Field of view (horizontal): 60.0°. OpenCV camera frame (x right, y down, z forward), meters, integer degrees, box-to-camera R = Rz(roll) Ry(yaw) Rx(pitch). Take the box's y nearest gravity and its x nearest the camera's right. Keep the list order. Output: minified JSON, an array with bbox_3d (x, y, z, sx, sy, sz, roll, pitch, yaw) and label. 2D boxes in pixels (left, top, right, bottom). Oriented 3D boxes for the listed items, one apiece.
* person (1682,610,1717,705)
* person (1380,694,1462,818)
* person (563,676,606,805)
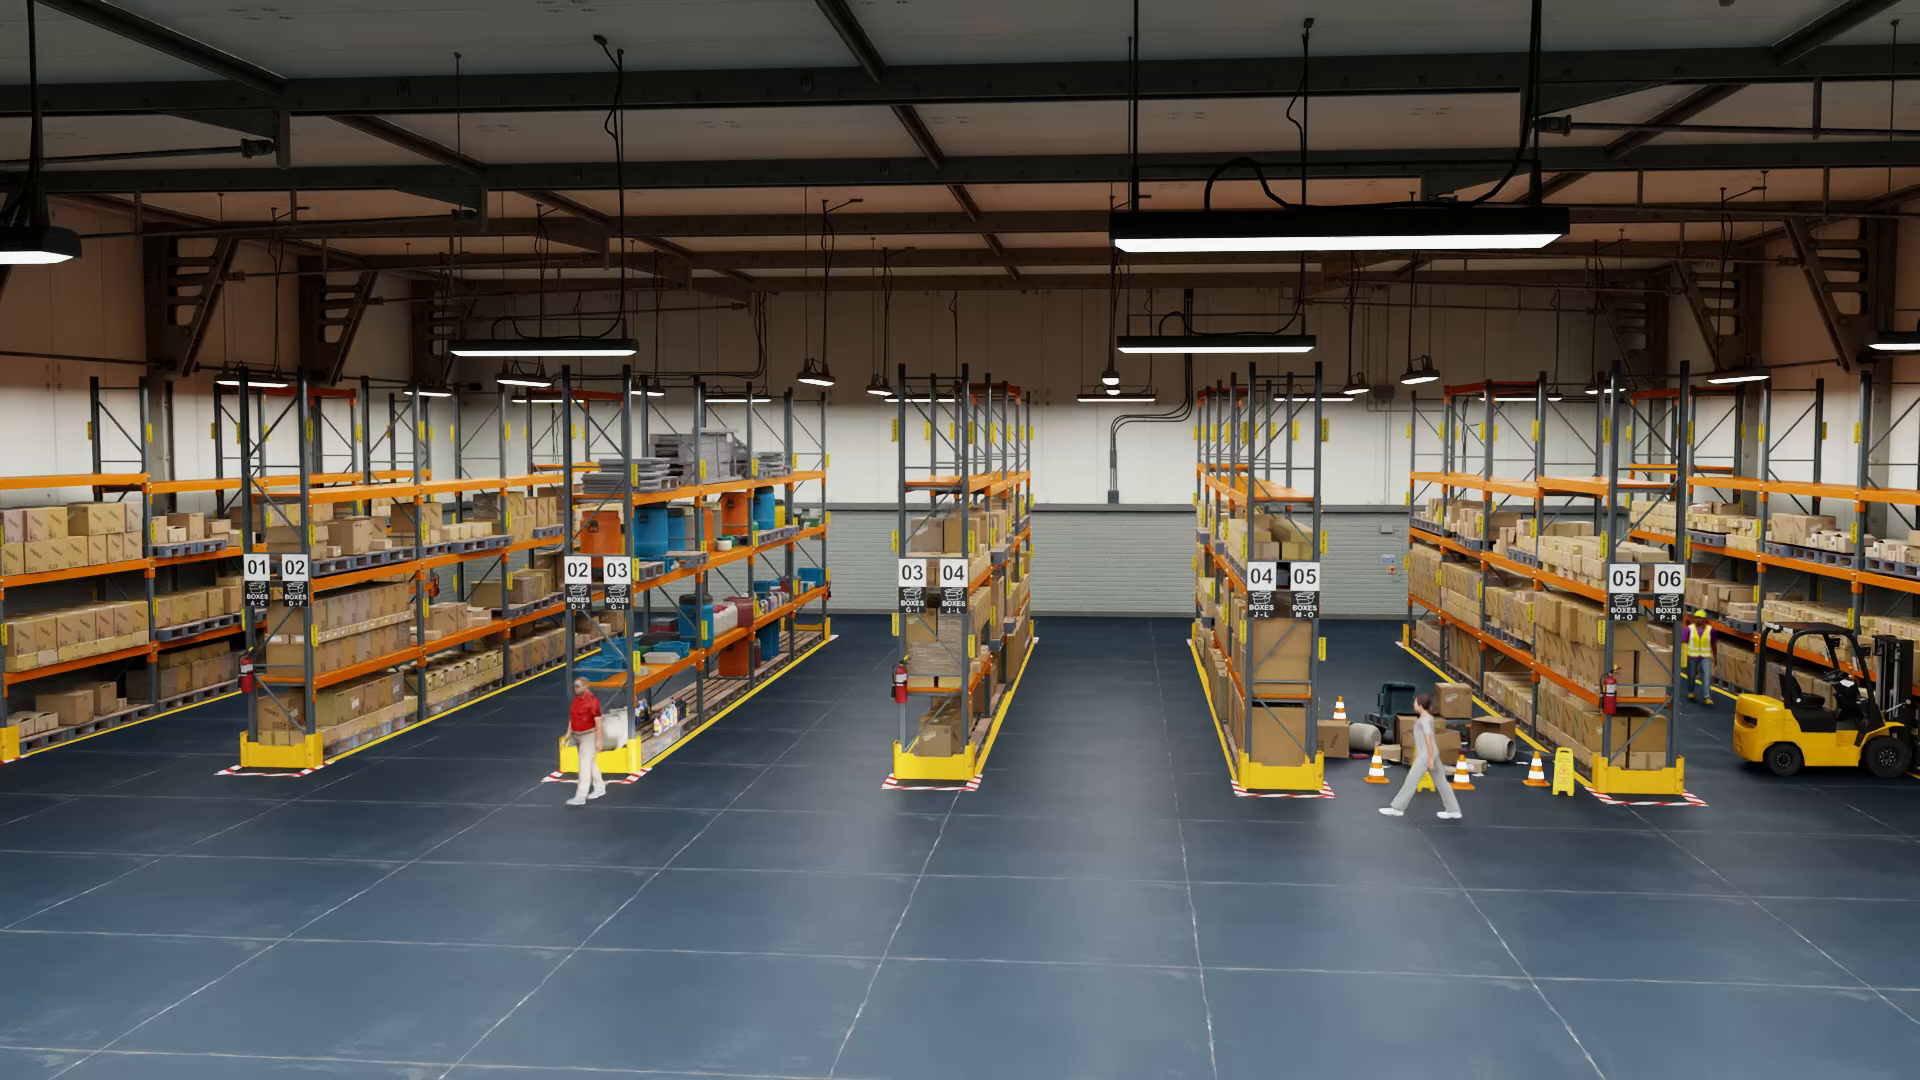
[{"bbox_3d":[13.665,2.154,30.742,0.700,1.719,1.035,1,4,11],"label":"person"},{"bbox_3d":[5.990,2.788,21.556,1.022,1.598,0.490,2,4,23],"label":"person"},{"bbox_3d":[-5.108,2.703,22.545,0.798,1.710,0.588,-3,5,-43],"label":"person"}]
